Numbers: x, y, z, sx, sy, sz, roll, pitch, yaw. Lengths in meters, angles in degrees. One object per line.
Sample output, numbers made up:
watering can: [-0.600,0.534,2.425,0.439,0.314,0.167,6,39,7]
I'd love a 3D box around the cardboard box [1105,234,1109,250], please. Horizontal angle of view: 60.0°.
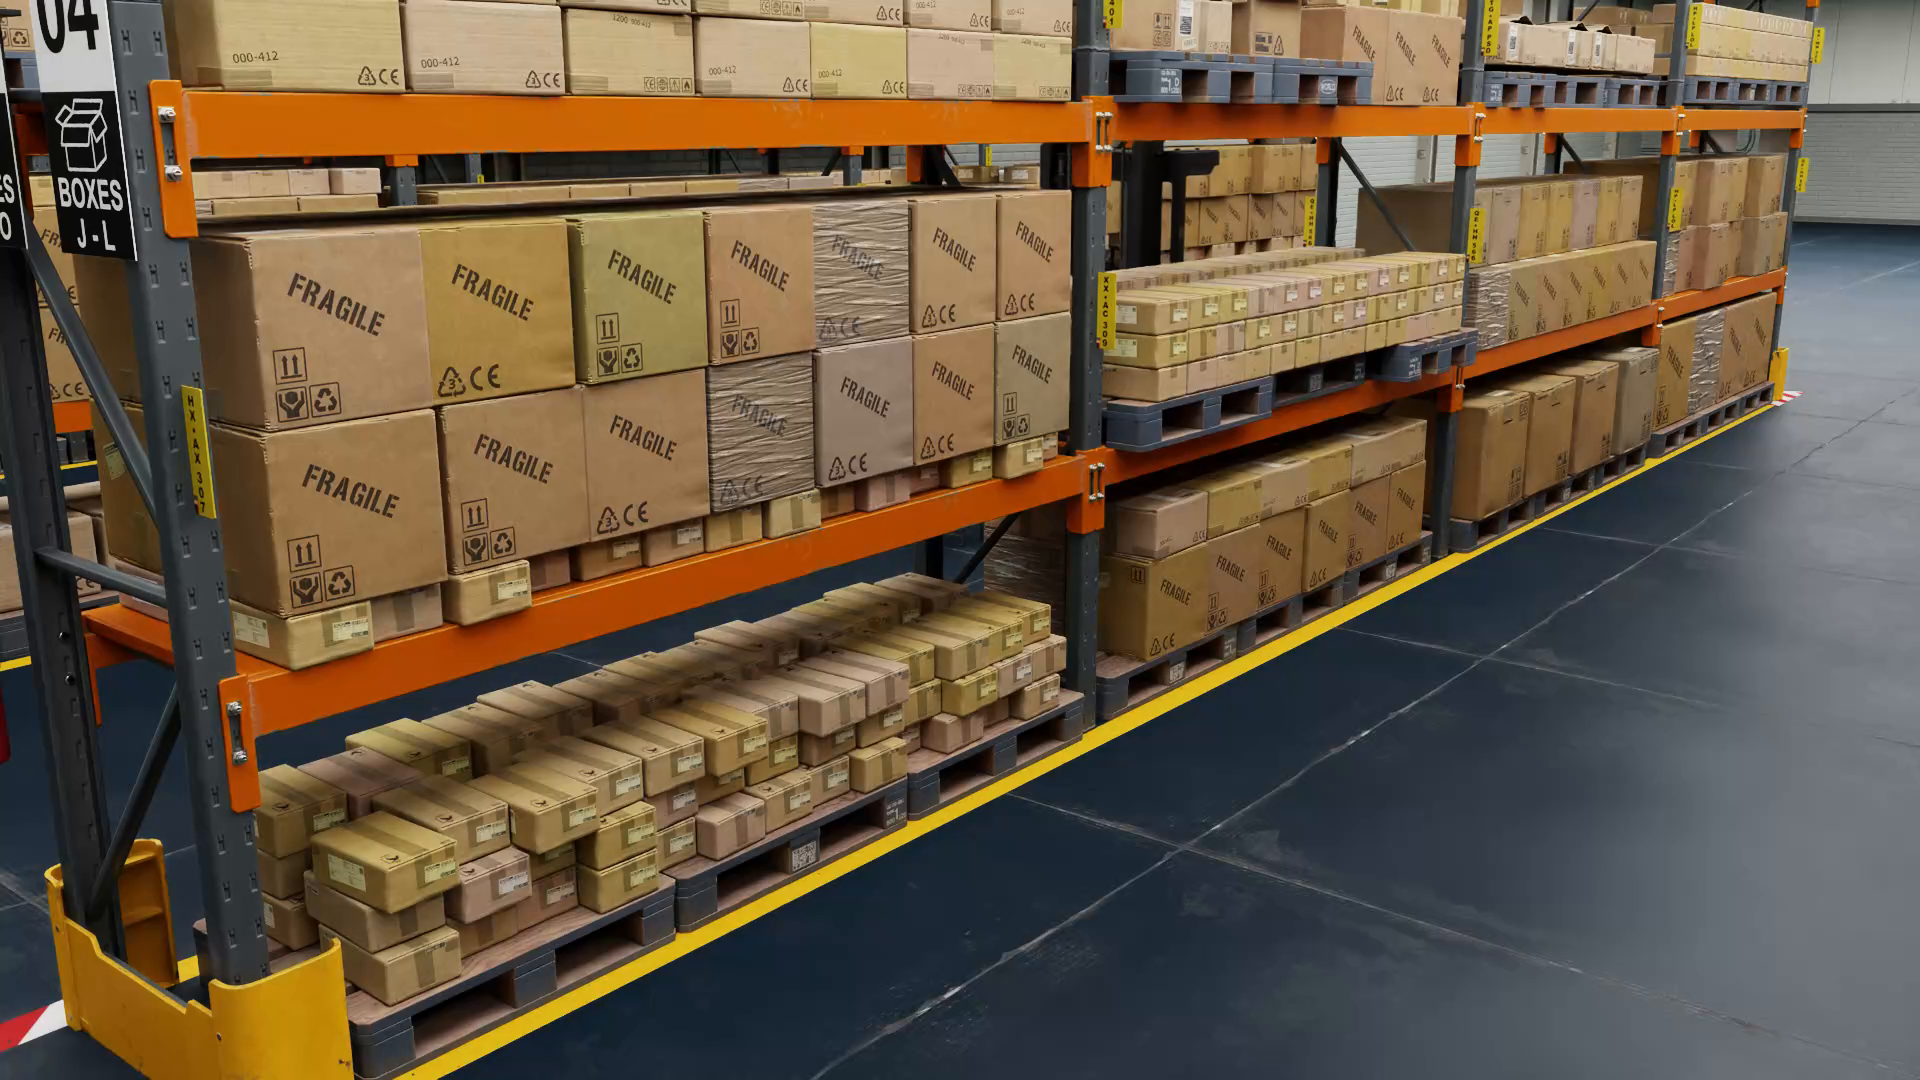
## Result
cardboard box: [1.206,-2.867,15.974,0.380,0.149,0.250,12,18,38]

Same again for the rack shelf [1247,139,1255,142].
rack shelf: [2.572,-4.415,17.778,1.077,0.370,4.000,11,18,38]

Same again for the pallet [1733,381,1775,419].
pallet: [7.301,-1.429,16.320,1.003,0.211,1.213,11,18,38]

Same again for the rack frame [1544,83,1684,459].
rack frame: [5.228,-2.180,13.611,1.000,3.000,0.127,11,18,38]

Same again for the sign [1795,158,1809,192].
sign: [8.156,-3.535,16.114,0.100,0.325,0.005,11,18,38]

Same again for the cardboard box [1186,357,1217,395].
cardboard box: [0.975,-0.788,7.789,0.380,0.149,0.250,12,18,38]

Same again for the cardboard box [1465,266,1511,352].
cardboard box: [3.206,-1.506,10.758,0.500,0.500,0.500,12,18,38]

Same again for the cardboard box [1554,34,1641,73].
cardboard box: [4.623,-3.542,12.132,0.500,0.250,0.500,11,18,37]

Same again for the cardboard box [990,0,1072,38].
cardboard box: [0.108,-2.143,6.665,0.500,0.250,0.500,10,17,35]

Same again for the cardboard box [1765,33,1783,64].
cardboard box: [7.021,-4.395,14.882,0.500,0.250,0.500,11,18,37]

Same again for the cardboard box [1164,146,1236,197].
cardboard box: [2.434,-3.841,17.312,0.700,0.500,0.500,11,18,36]

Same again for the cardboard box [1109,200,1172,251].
cardboard box: [1.808,-3.160,16.664,0.500,0.500,0.500,11,18,37]

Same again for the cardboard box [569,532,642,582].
cardboard box: [-1.271,0.011,5.496,0.380,0.149,0.250,11,18,37]

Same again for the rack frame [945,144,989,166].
rack frame: [-0.035,-4.460,22.587,1.000,3.000,0.127,11,18,38]

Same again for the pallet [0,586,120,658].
pallet: [-5.019,0.325,9.414,1.003,0.211,1.213,11,18,38]

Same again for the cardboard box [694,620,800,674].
cardboard box: [-0.887,0.465,6.928,0.380,0.149,0.250,12,18,39]

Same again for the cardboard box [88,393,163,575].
cardboard box: [-2.232,-0.200,5.012,0.500,0.500,0.500,12,18,39]

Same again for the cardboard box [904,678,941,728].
cardboard box: [-0.300,0.636,6.859,0.380,0.149,0.250,11,18,38]

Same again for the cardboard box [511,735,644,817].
cardboard box: [-1.291,0.800,5.610,0.380,0.149,0.250,10,17,35]

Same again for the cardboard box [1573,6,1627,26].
cardboard box: [5.210,-4.270,13.581,0.380,0.149,0.250,11,18,37]

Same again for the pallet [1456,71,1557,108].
pallet: [3.078,-2.908,10.768,1.213,0.211,1.003,12,19,40]

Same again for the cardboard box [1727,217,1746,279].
cardboard box: [6.766,-2.744,15.528,0.875,0.550,0.550,11,18,38]

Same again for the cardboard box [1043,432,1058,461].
cardboard box: [0.203,-0.435,7.254,0.380,0.149,0.250,11,18,37]

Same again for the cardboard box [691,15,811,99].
cardboard box: [-0.852,-1.607,5.570,0.500,0.250,0.500,11,18,37]

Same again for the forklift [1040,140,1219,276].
forklift: [1.306,-1.964,12.901,1.130,2.935,3.031,8,16,30]

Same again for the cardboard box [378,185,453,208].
cardboard box: [-3.628,-2.052,10.874,0.500,0.500,0.500,12,19,39]

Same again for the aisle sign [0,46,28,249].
aisle sign: [-2.593,-1.174,4.373,0.394,0.787,0.004,11,18,38]

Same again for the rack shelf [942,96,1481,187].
rack shelf: [1.457,-2.136,8.808,1.077,0.370,4.000,11,18,38]

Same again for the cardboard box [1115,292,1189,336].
cardboard box: [0.806,-1.022,7.503,0.380,0.149,0.250,12,19,40]

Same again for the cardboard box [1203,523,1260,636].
cardboard box: [1.202,0.158,8.632,0.500,0.500,0.500,12,19,40]

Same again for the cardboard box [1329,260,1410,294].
cardboard box: [2.274,-1.469,9.264,0.380,0.149,0.250,12,19,39]

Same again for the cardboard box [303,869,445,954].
cardboard box: [-1.785,1.092,5.066,0.380,0.149,0.250,12,19,40]

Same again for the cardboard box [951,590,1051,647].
cardboard box: [0.179,0.351,7.380,0.380,0.149,0.250,12,18,39]

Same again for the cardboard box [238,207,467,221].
cardboard box: [-1.901,-0.782,5.272,0.500,0.500,0.500,11,18,36]

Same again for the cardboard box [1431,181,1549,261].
cardboard box: [3.642,-2.227,11.563,0.700,0.500,0.500,11,18,37]

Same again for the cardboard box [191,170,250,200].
cardboard box: [-4.219,-2.002,9.362,0.380,0.149,0.250,11,18,37]

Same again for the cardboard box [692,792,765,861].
cardboard box: [-0.928,1.004,6.014,0.380,0.149,0.250,10,17,35]

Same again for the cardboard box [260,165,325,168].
cardboard box: [-4.114,-2.222,10.225,0.380,0.149,0.250,11,18,37]

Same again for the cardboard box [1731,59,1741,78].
cardboard box: [6.359,-3.976,14.045,0.380,0.149,0.250,11,18,37]

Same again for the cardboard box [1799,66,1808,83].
cardboard box: [7.797,-4.414,15.767,0.380,0.149,0.250,11,18,37]

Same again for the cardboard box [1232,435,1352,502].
cardboard box: [1.848,-0.404,9.324,0.500,0.250,0.500,12,18,39]

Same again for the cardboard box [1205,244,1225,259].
cardboard box: [2.573,-3.059,17.582,0.380,0.149,0.250,11,18,38]

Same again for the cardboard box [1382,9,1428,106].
cardboard box: [2.249,-2.670,9.244,0.500,0.500,0.500,11,18,38]

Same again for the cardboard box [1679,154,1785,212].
cardboard box: [7.479,-3.477,16.219,0.875,0.550,0.550,11,18,38]

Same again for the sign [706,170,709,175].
sign: [-2.981,-4.237,19.792,0.100,0.325,0.005,11,18,38]

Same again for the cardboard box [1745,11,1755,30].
cardboard box: [6.520,-4.411,14.139,0.380,0.149,0.250,11,18,37]

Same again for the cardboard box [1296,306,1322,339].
cardboard box: [1.626,-1.130,8.532,0.380,0.149,0.250,11,18,37]

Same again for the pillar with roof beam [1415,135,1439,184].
pillar with roof beam: [13.488,-10.155,32.819,9.100,9.000,0.400,11,18,38]

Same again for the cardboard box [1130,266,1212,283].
cardboard box: [1.120,-1.374,8.890,0.380,0.149,0.250,10,18,35]

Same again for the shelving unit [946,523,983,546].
shelving unit: [-0.005,-0.435,11.006,0.258,0.900,0.210,11,18,38]

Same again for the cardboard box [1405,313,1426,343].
cardboard box: [2.443,-1.233,9.543,0.380,0.149,0.250,12,18,38]
